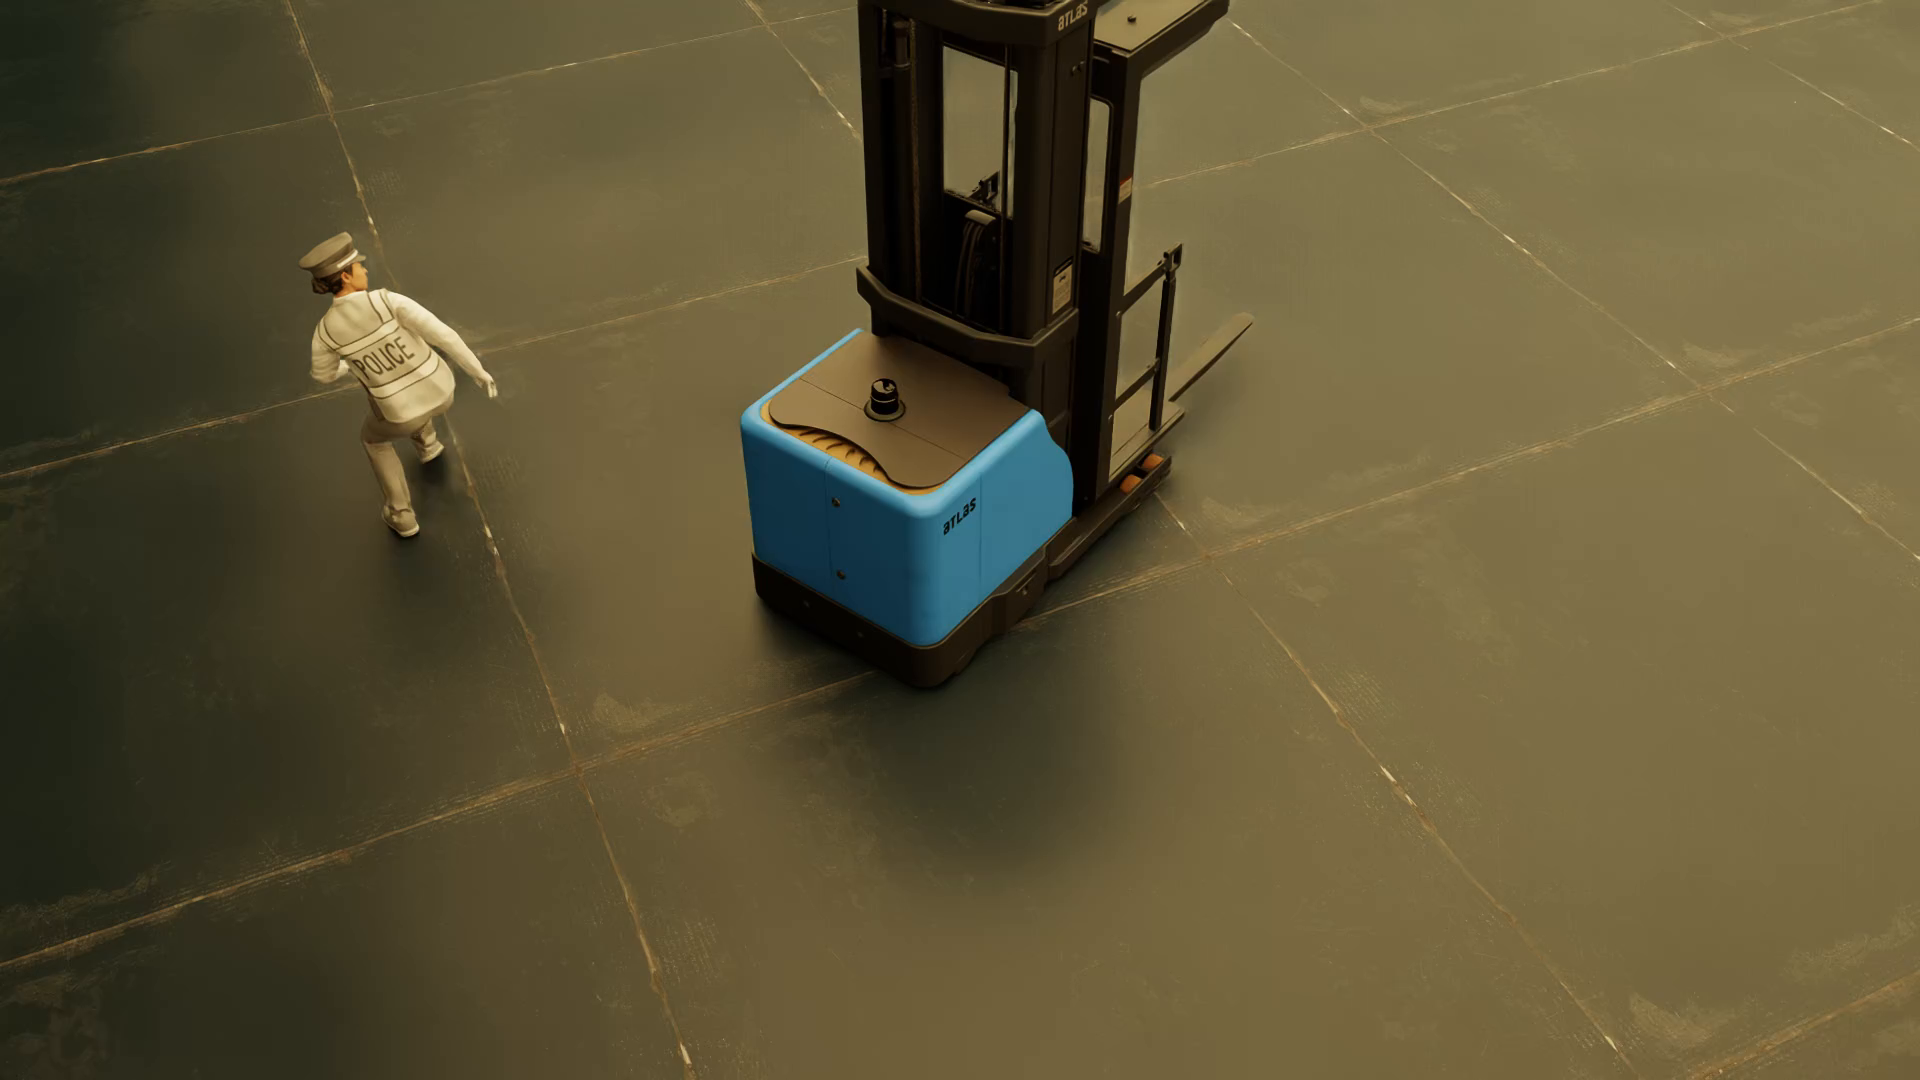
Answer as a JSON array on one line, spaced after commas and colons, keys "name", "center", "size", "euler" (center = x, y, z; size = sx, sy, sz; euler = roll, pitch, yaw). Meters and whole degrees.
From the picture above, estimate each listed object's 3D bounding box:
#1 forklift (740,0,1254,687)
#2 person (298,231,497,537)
[{"name": "forklift", "center": [0.369, -1.403, 7.184], "size": [1.130, 2.935, 3.031], "euler": [27, 50, 26]}, {"name": "person", "center": [-2.562, -0.756, 7.583], "size": [0.706, 1.477, 0.689], "euler": [-23, 48, -23]}]
